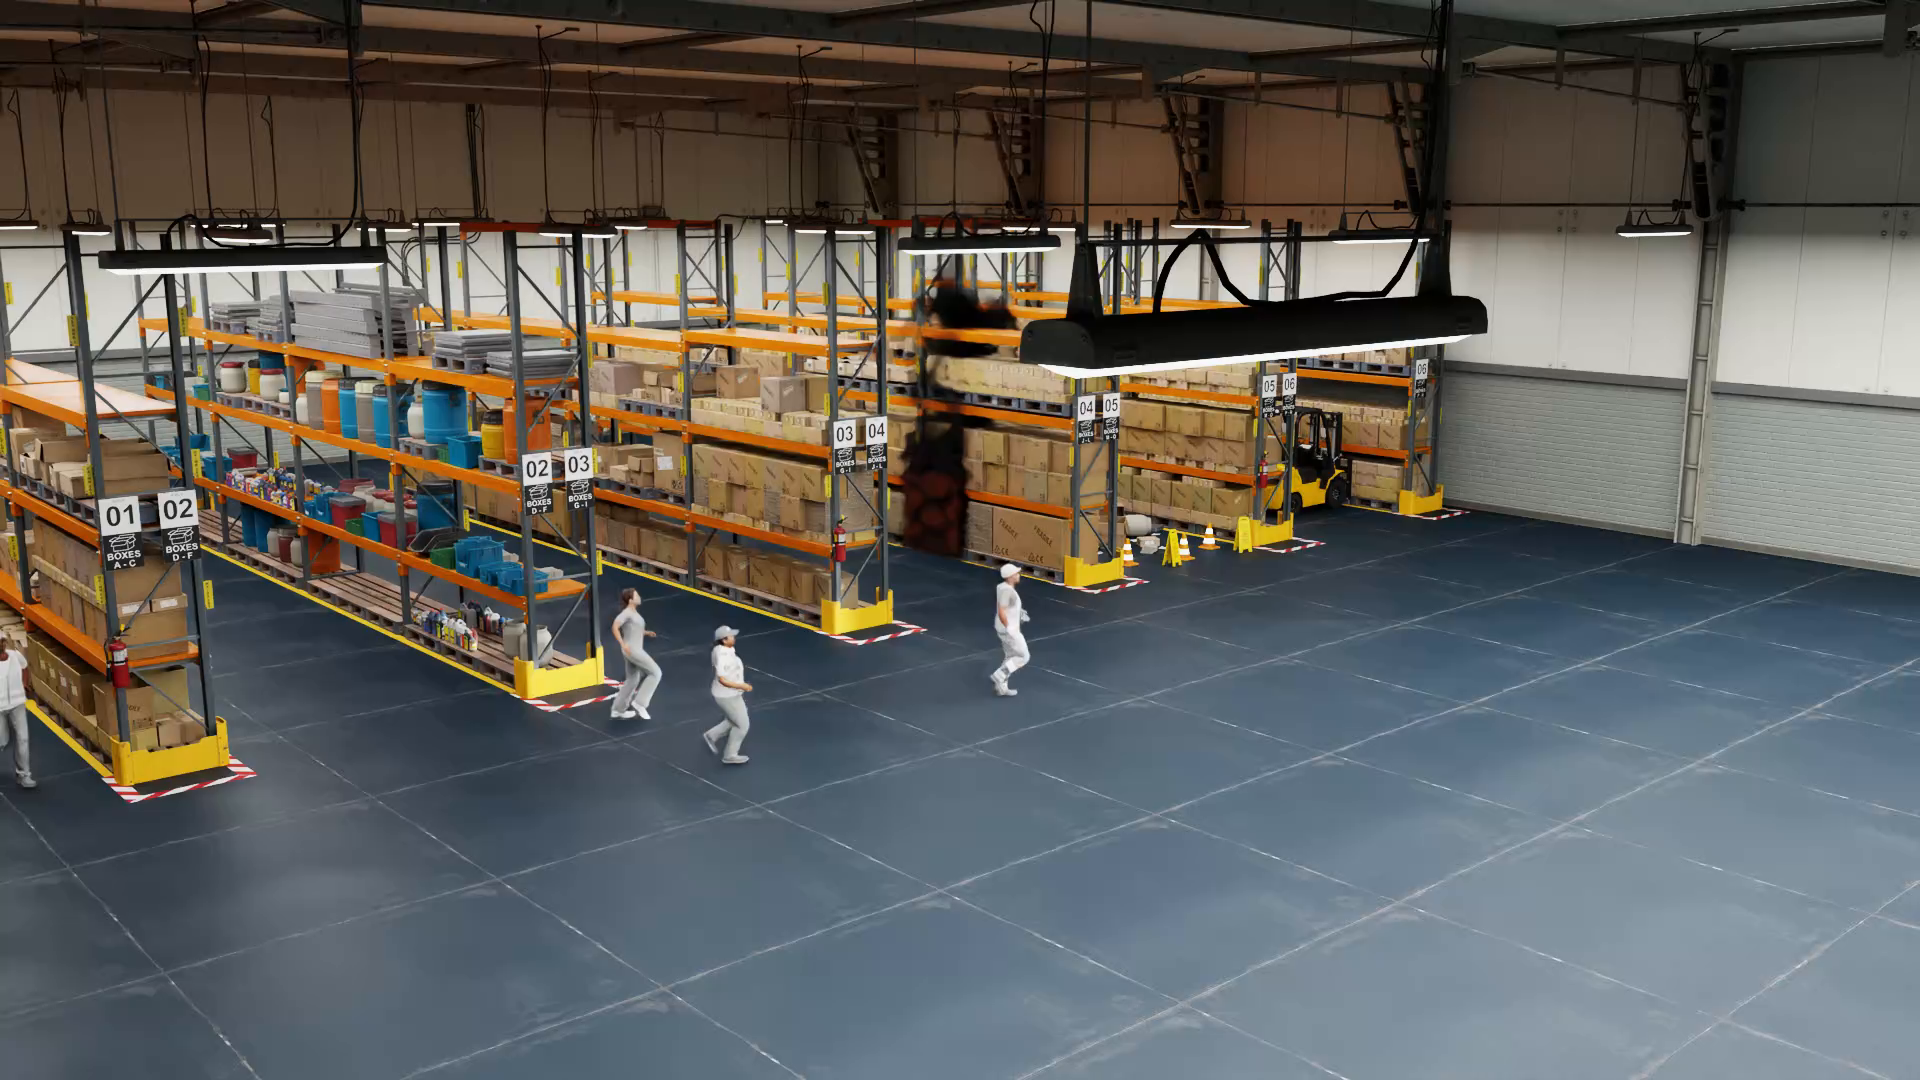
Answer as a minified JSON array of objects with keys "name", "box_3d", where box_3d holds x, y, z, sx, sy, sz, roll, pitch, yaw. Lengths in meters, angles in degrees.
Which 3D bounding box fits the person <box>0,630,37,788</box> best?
[{"name":"person","box_3d":[-10.511,1.825,18.303,0.943,1.741,0.703,10,15,41]}]

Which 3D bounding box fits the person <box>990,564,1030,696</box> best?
[{"name":"person","box_3d":[0.657,1.166,21.668,0.584,1.749,0.669,-2,12,-11]}]

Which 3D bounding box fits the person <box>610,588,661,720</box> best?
[{"name":"person","box_3d":[-4.067,1.406,20.737,0.641,1.645,0.564,-3,12,-13]}]

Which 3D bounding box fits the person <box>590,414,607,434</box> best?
[{"name":"person","box_3d":[-8.890,-2.703,40.957,0.665,1.689,0.854,8,14,36]}]

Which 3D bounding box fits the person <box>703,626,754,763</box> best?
[{"name":"person","box_3d":[-2.645,1.766,19.037,0.536,1.617,0.604,-3,12,-13]}]
